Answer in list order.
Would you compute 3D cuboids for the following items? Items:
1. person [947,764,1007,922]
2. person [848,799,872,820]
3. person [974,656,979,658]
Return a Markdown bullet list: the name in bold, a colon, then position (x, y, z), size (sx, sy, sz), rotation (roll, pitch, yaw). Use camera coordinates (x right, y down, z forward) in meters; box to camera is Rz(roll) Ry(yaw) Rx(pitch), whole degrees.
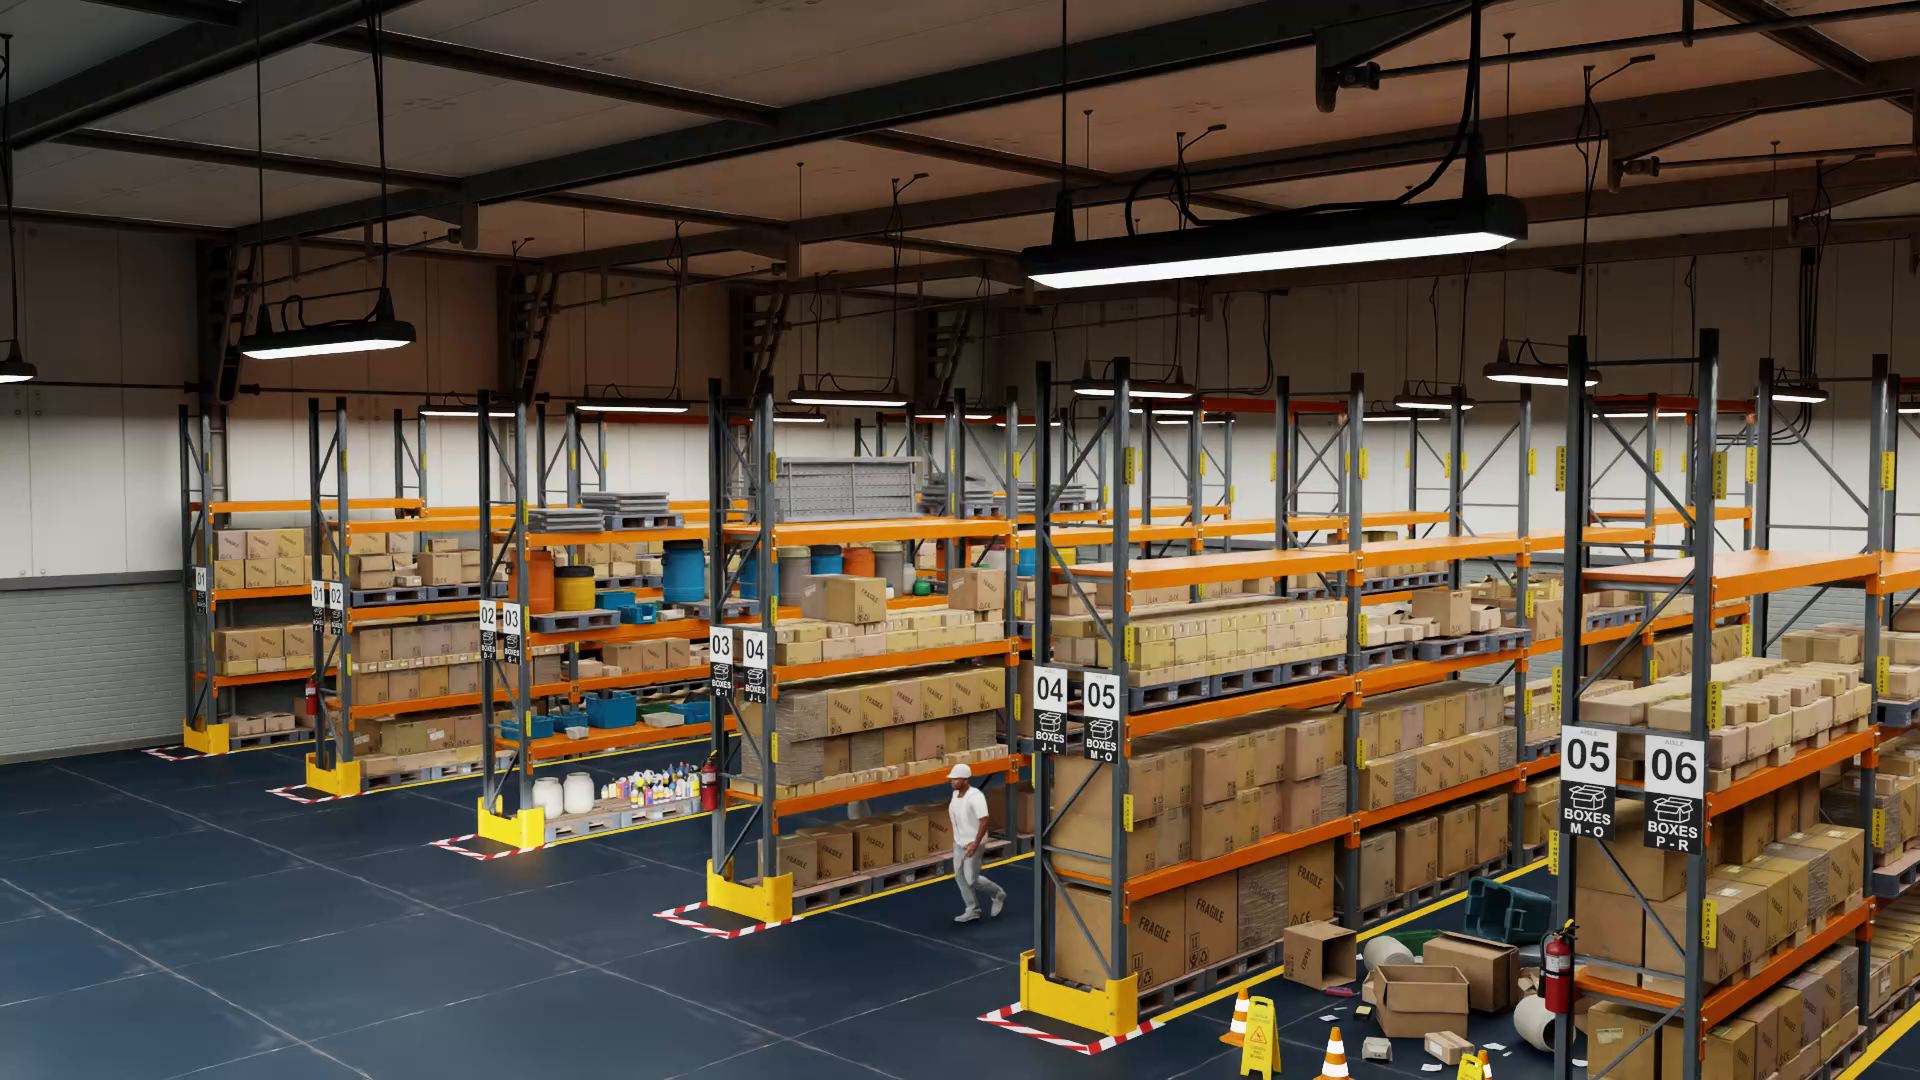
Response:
- **person**: position (0.170, 3.329, 18.381), size (0.678, 1.740, 0.636), rotation (-2, 4, -33)
- **person**: position (-1.407, 3.129, 22.106), size (0.661, 1.758, 0.649), rotation (-1, 3, -23)
- **person**: position (0.110, 2.198, 39.601), size (0.645, 1.702, 1.115), rotation (2, 4, 39)
